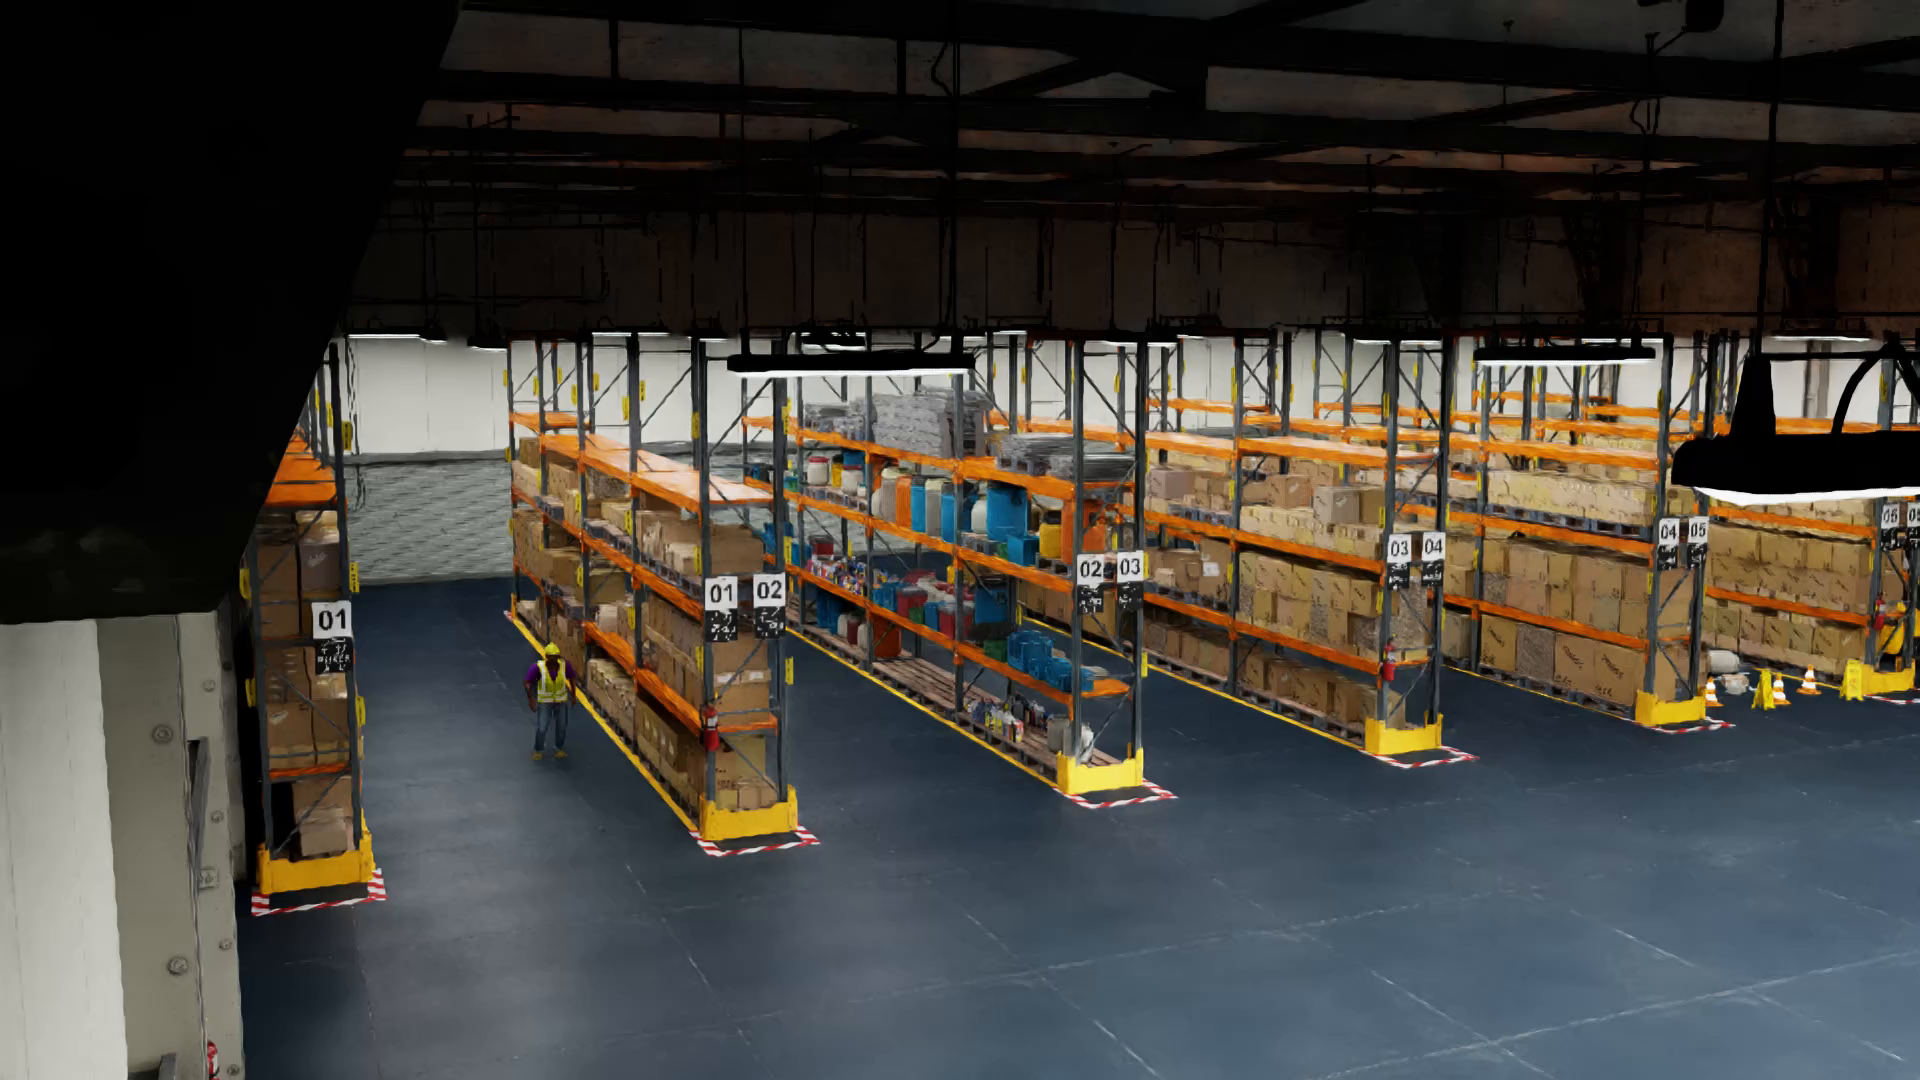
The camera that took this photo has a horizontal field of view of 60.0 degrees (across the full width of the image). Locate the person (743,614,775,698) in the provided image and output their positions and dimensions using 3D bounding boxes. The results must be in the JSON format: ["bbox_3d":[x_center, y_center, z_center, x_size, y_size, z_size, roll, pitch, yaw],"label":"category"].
[{"bbox_3d":[-3.464,1.756,27.412,0.567,1.709,1.035,-5,9,-31],"label":"person"}]

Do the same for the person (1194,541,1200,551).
[{"bbox_3d":[6.217,-0.230,42.311,0.597,1.655,0.552,6,10,38],"label":"person"}]

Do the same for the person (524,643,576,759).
[{"bbox_3d":[-5.806,2.286,23.630,0.719,1.714,0.578,-4,9,-25],"label":"person"}]
